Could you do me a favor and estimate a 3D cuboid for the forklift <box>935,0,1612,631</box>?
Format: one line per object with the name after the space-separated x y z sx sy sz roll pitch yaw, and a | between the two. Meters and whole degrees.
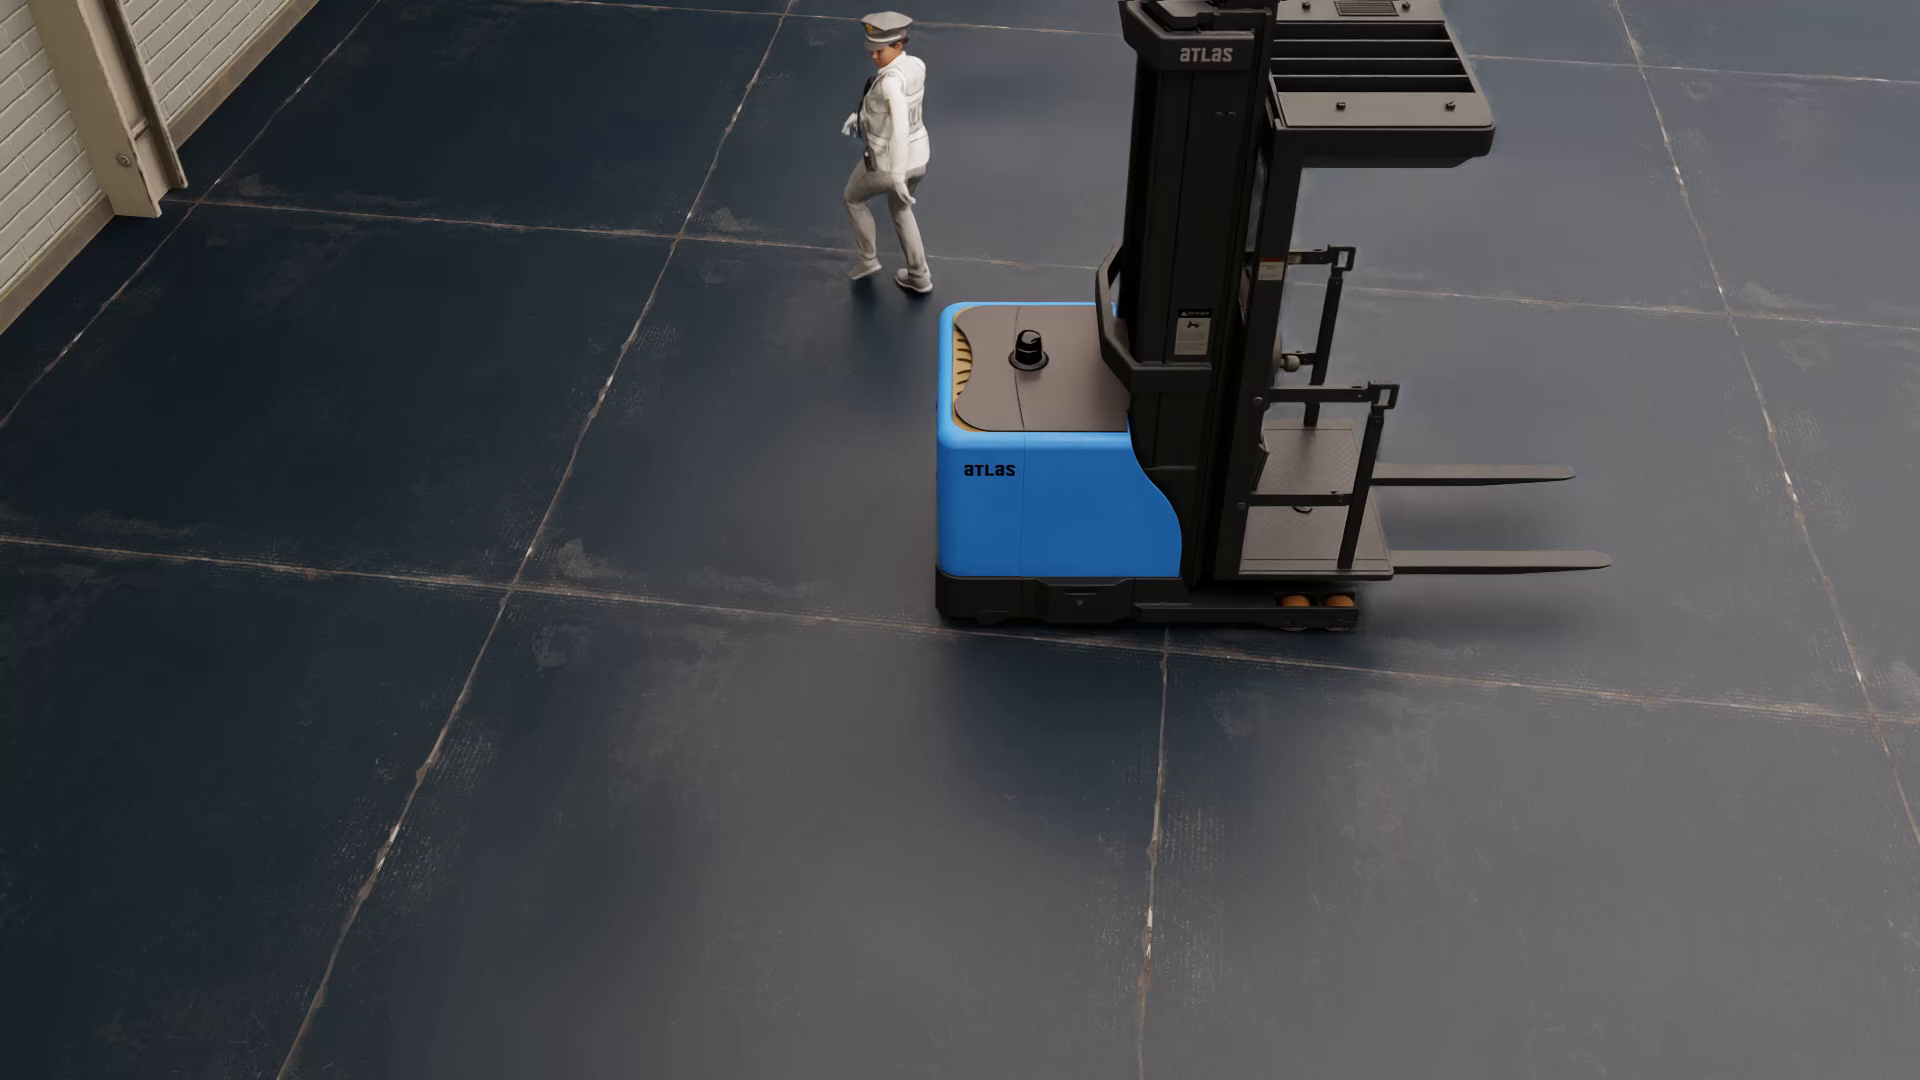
1.408 -1.034 6.850 3.031 2.935 1.130 0 43 0 | forklift

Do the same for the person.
-0.355 -2.014 8.948 0.734 1.661 0.577 32 52 30 | person
